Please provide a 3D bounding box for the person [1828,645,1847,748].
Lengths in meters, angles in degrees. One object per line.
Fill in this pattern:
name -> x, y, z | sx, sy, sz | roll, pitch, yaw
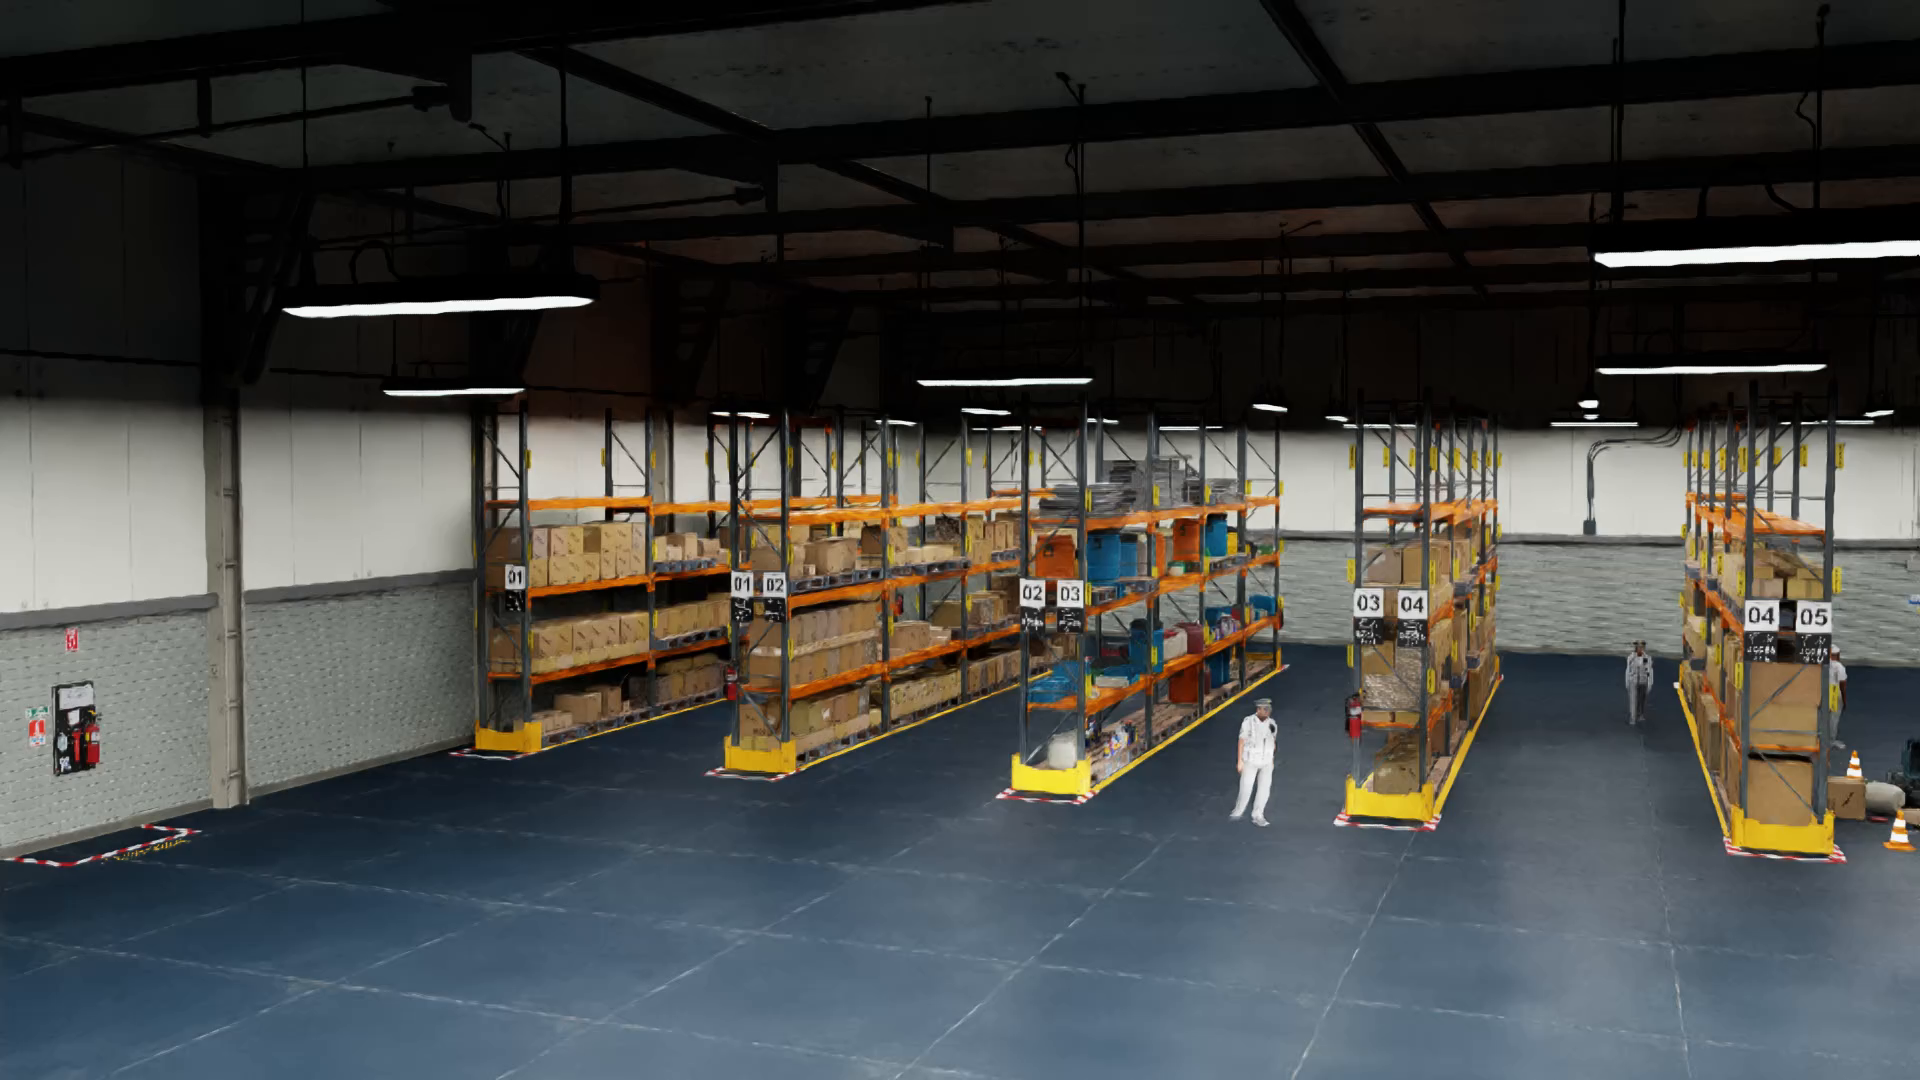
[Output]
person -> 15.193, 2.696, 28.873 | 0.447, 1.768, 0.632 | -1, 3, -10

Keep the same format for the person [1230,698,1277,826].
person -> 4.040, 3.018, 22.855 | 0.602, 1.746, 0.573 | -1, 3, -14

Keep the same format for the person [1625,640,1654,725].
person -> 12.787, 2.665, 31.281 | 0.488, 1.590, 1.070 | 1, 3, 19
